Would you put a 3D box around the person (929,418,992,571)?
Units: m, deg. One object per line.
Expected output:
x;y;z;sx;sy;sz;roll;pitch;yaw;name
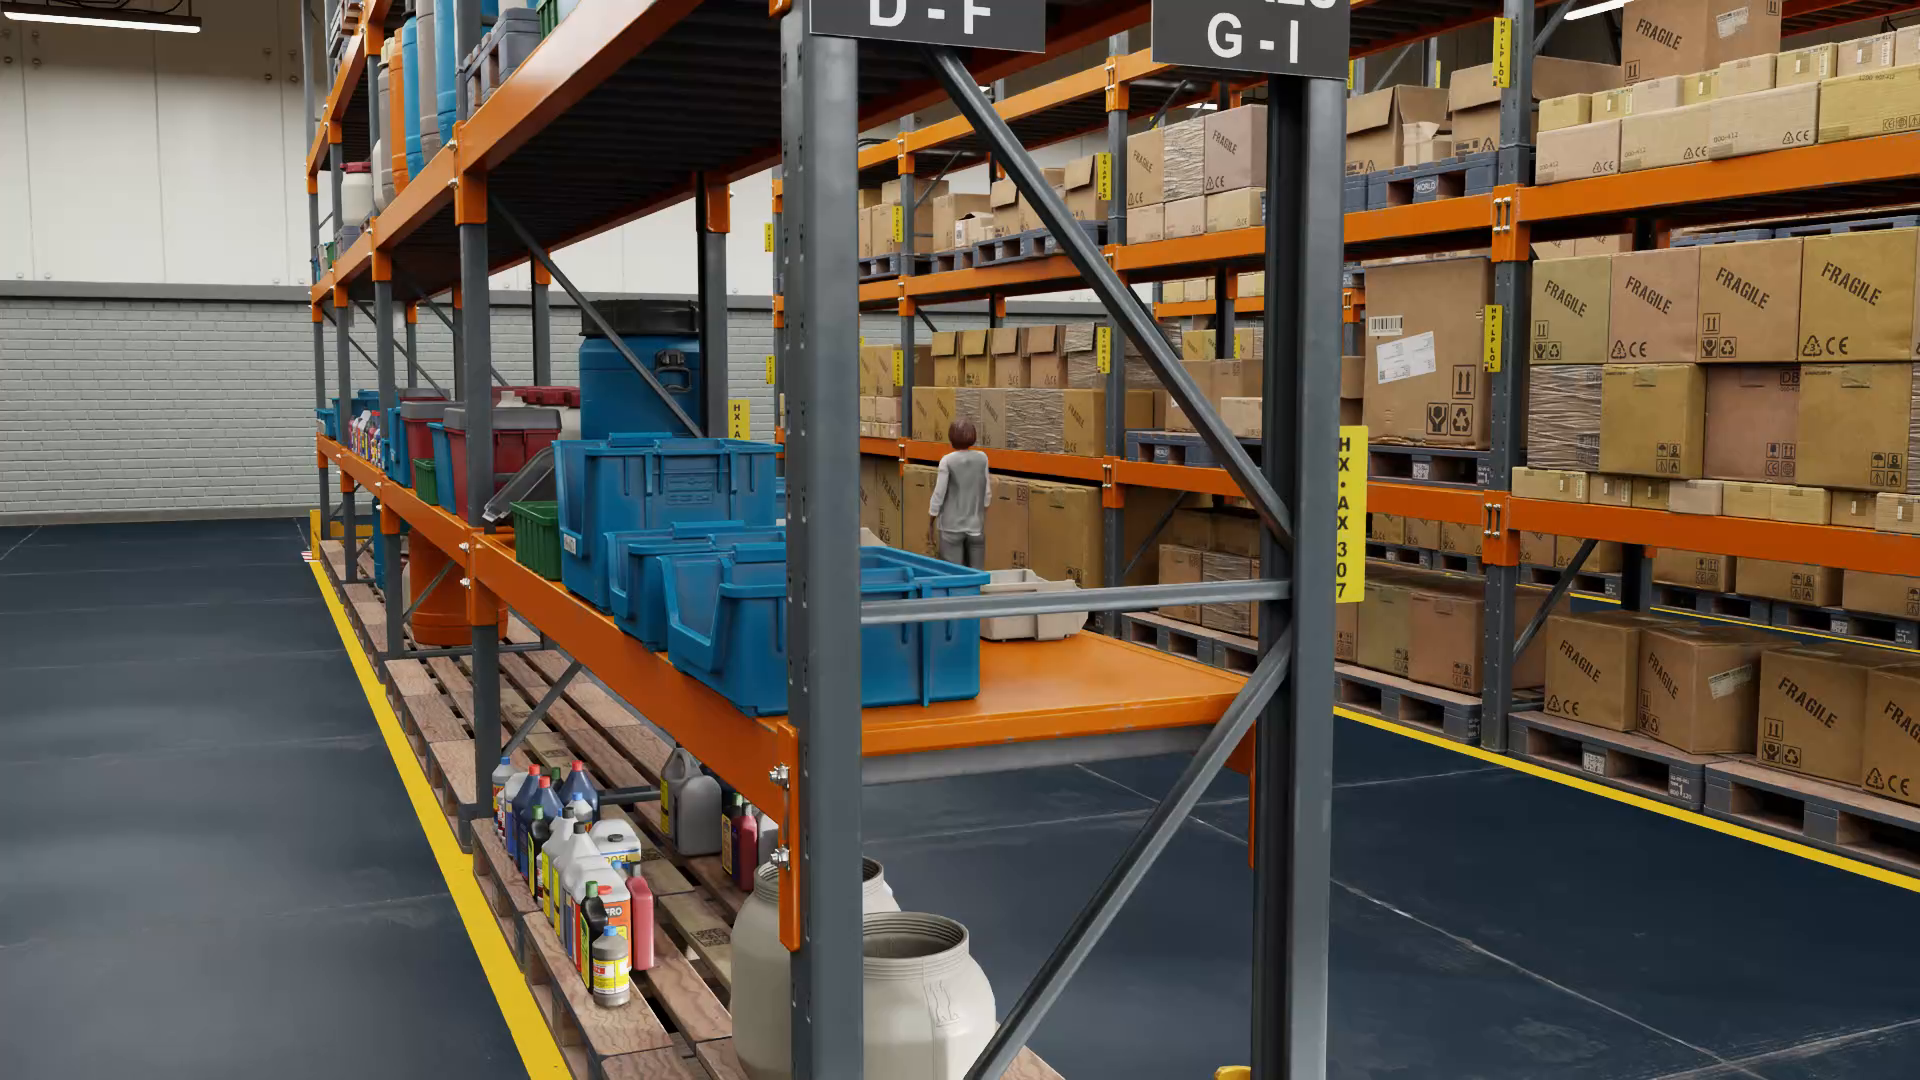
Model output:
-0.006;-0.069;11.833;0.501;1.597;0.473;-2;6;-24;person
